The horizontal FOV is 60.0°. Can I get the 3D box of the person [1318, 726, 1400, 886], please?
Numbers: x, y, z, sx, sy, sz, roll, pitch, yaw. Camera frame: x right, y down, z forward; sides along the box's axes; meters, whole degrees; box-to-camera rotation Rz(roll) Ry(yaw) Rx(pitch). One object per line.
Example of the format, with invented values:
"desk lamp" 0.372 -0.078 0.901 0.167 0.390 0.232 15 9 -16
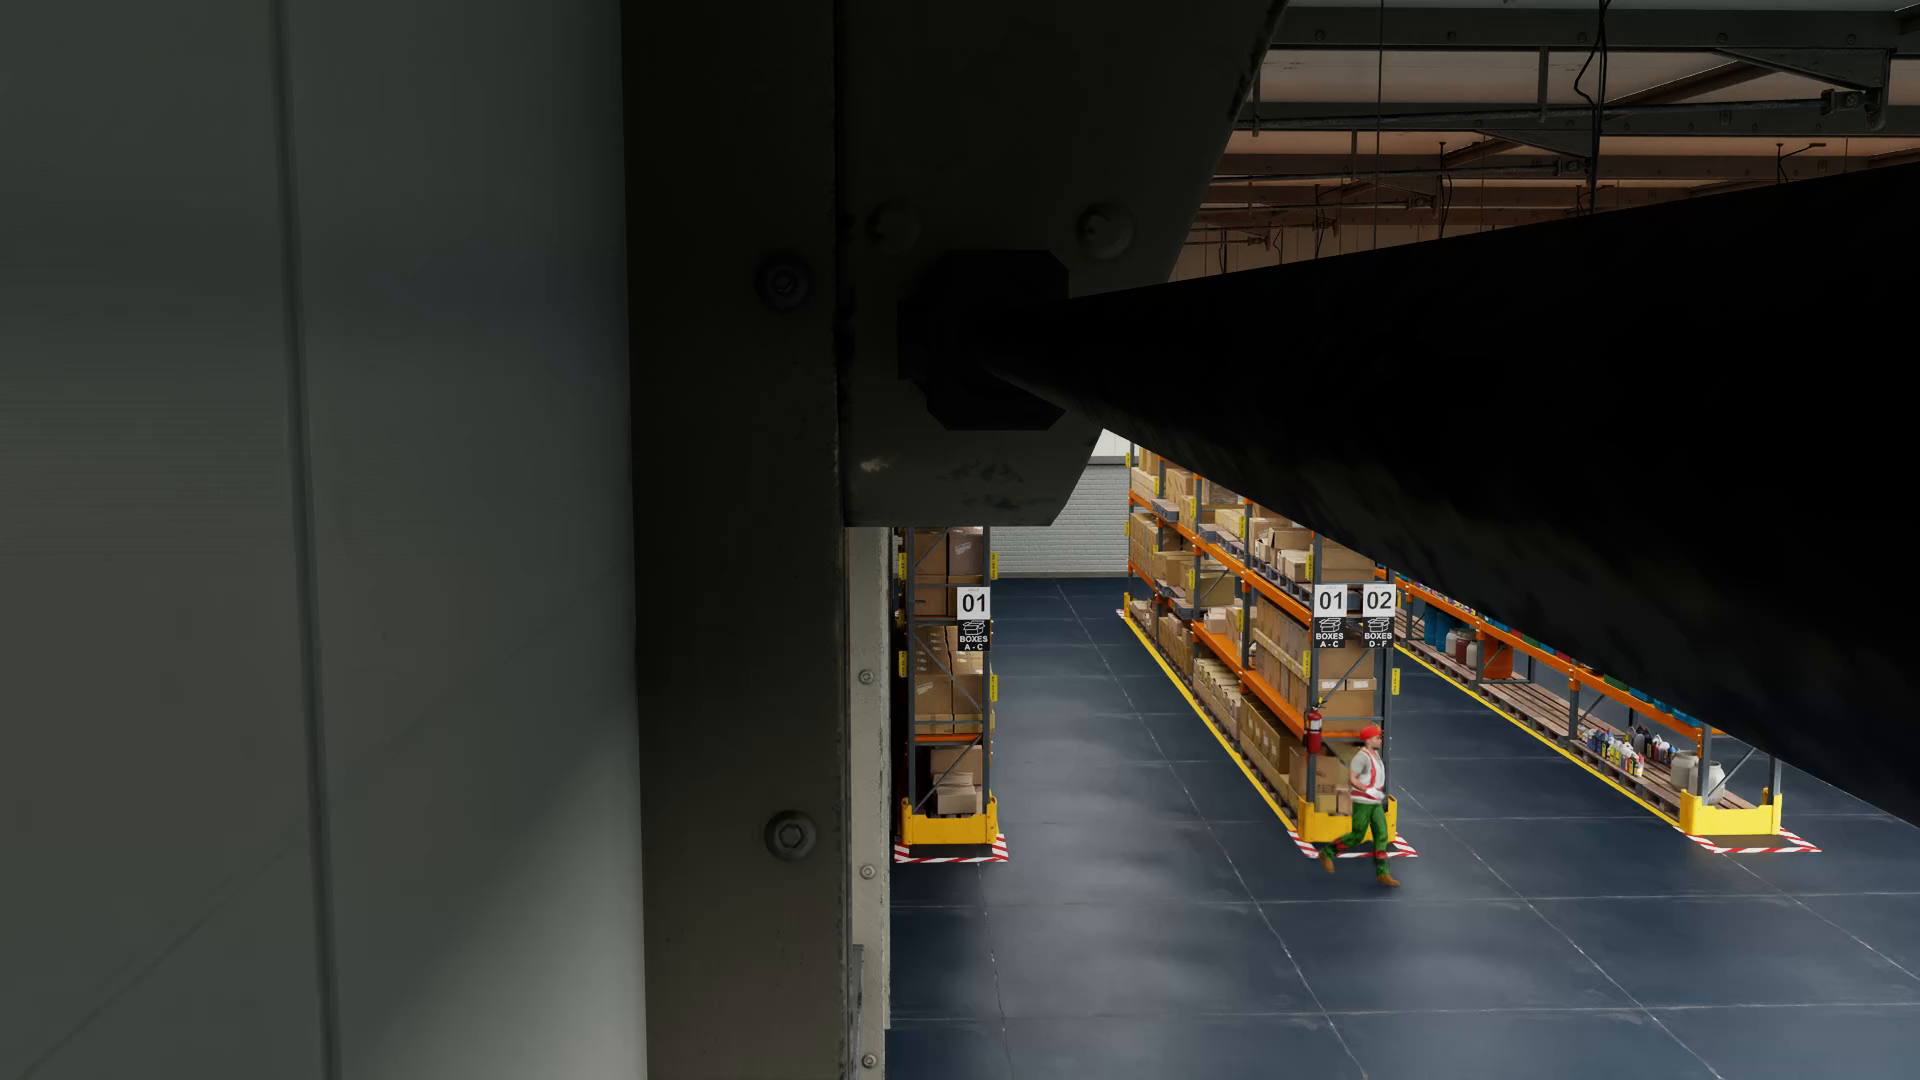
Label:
"person" 4.696 3.007 19.100 0.979 1.747 0.717 6 9 38
